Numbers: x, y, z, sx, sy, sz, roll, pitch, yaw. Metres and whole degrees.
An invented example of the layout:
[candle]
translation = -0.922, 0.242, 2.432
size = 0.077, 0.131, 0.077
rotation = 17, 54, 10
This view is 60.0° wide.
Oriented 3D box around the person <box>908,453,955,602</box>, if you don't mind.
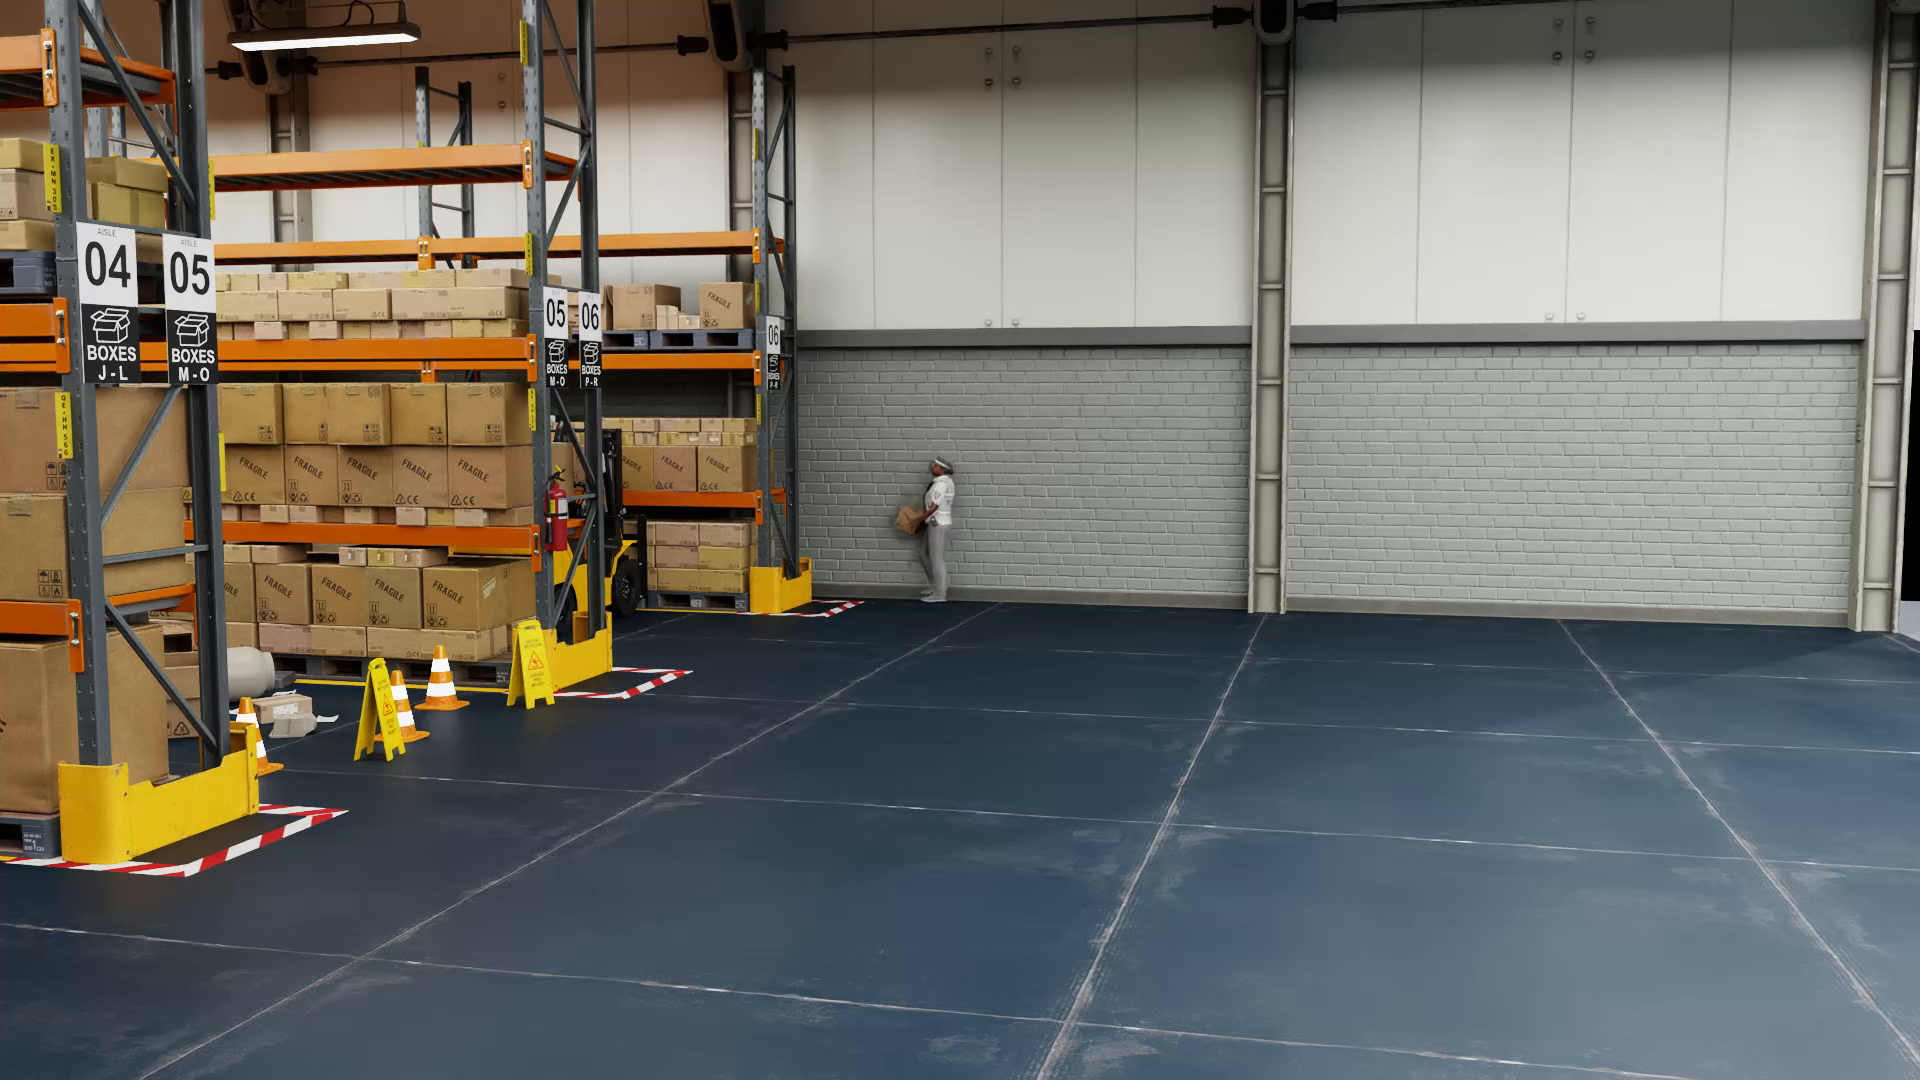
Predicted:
[person]
translation = -0.312, -0.145, 18.972
size = 0.526, 1.699, 0.489
rotation = 1, 5, 7
